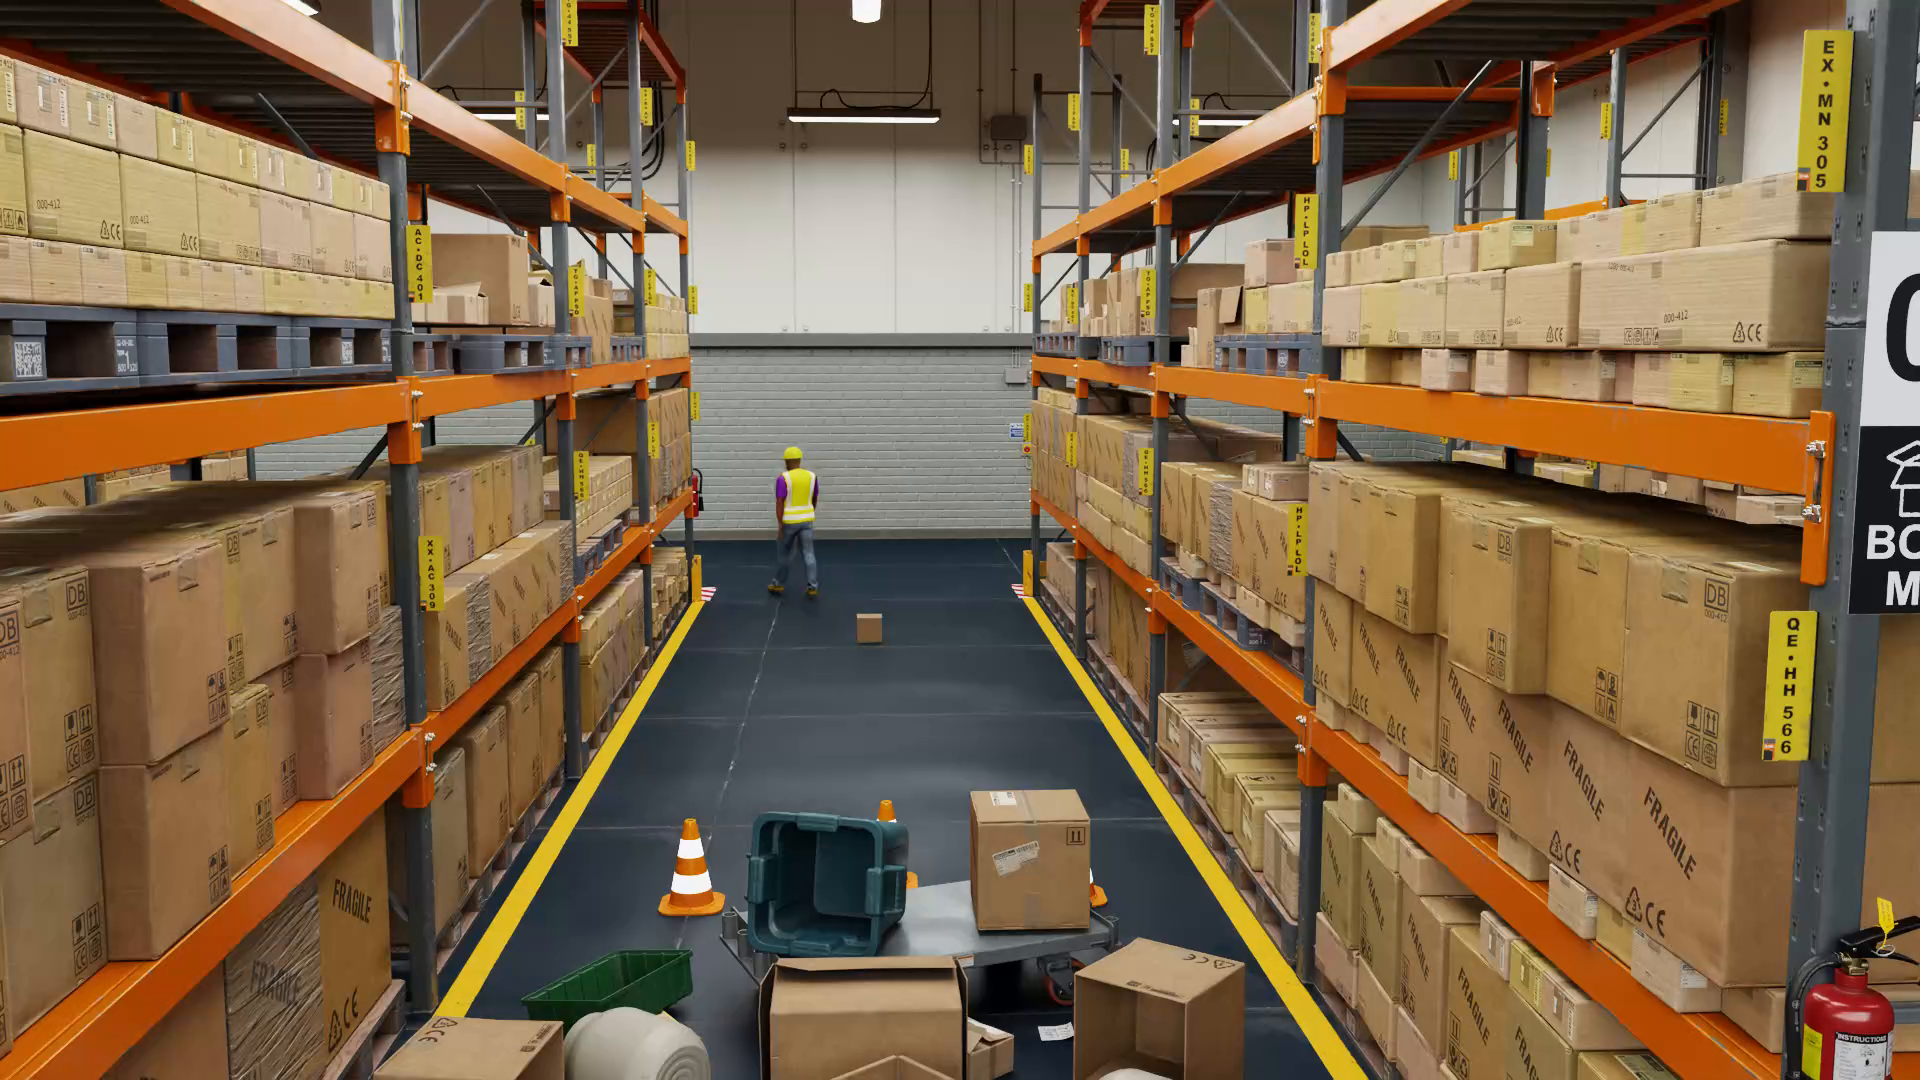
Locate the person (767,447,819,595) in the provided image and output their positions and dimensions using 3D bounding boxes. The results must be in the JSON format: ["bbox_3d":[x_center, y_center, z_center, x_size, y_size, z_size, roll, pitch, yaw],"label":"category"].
[{"bbox_3d":[-1.946,-0.236,19.445,0.588,1.719,0.958,-4,8,-30],"label":"person"}]
